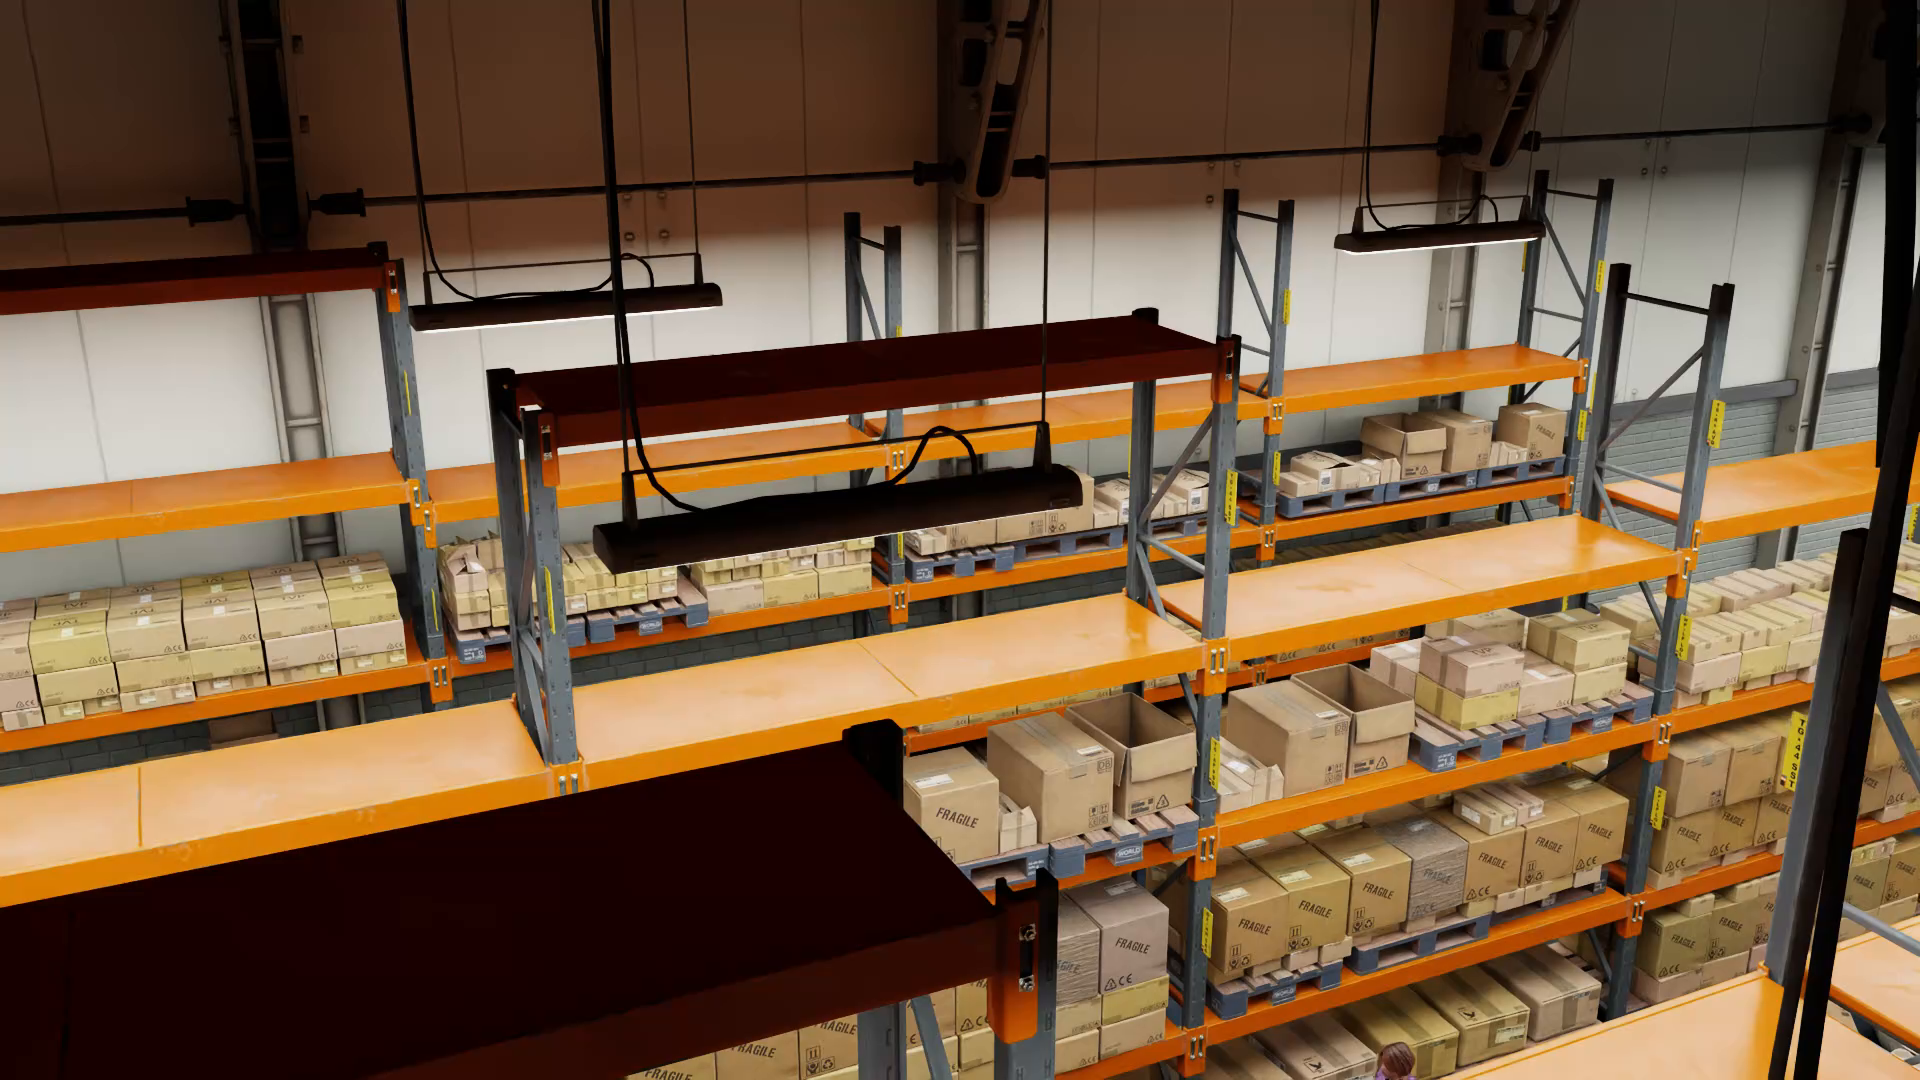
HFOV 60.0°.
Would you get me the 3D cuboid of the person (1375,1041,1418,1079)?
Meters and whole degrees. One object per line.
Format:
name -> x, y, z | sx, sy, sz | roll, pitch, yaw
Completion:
person -> 2.811, 3.944, 10.675 | 0.358, 1.598, 0.484 | -11, 22, -30
